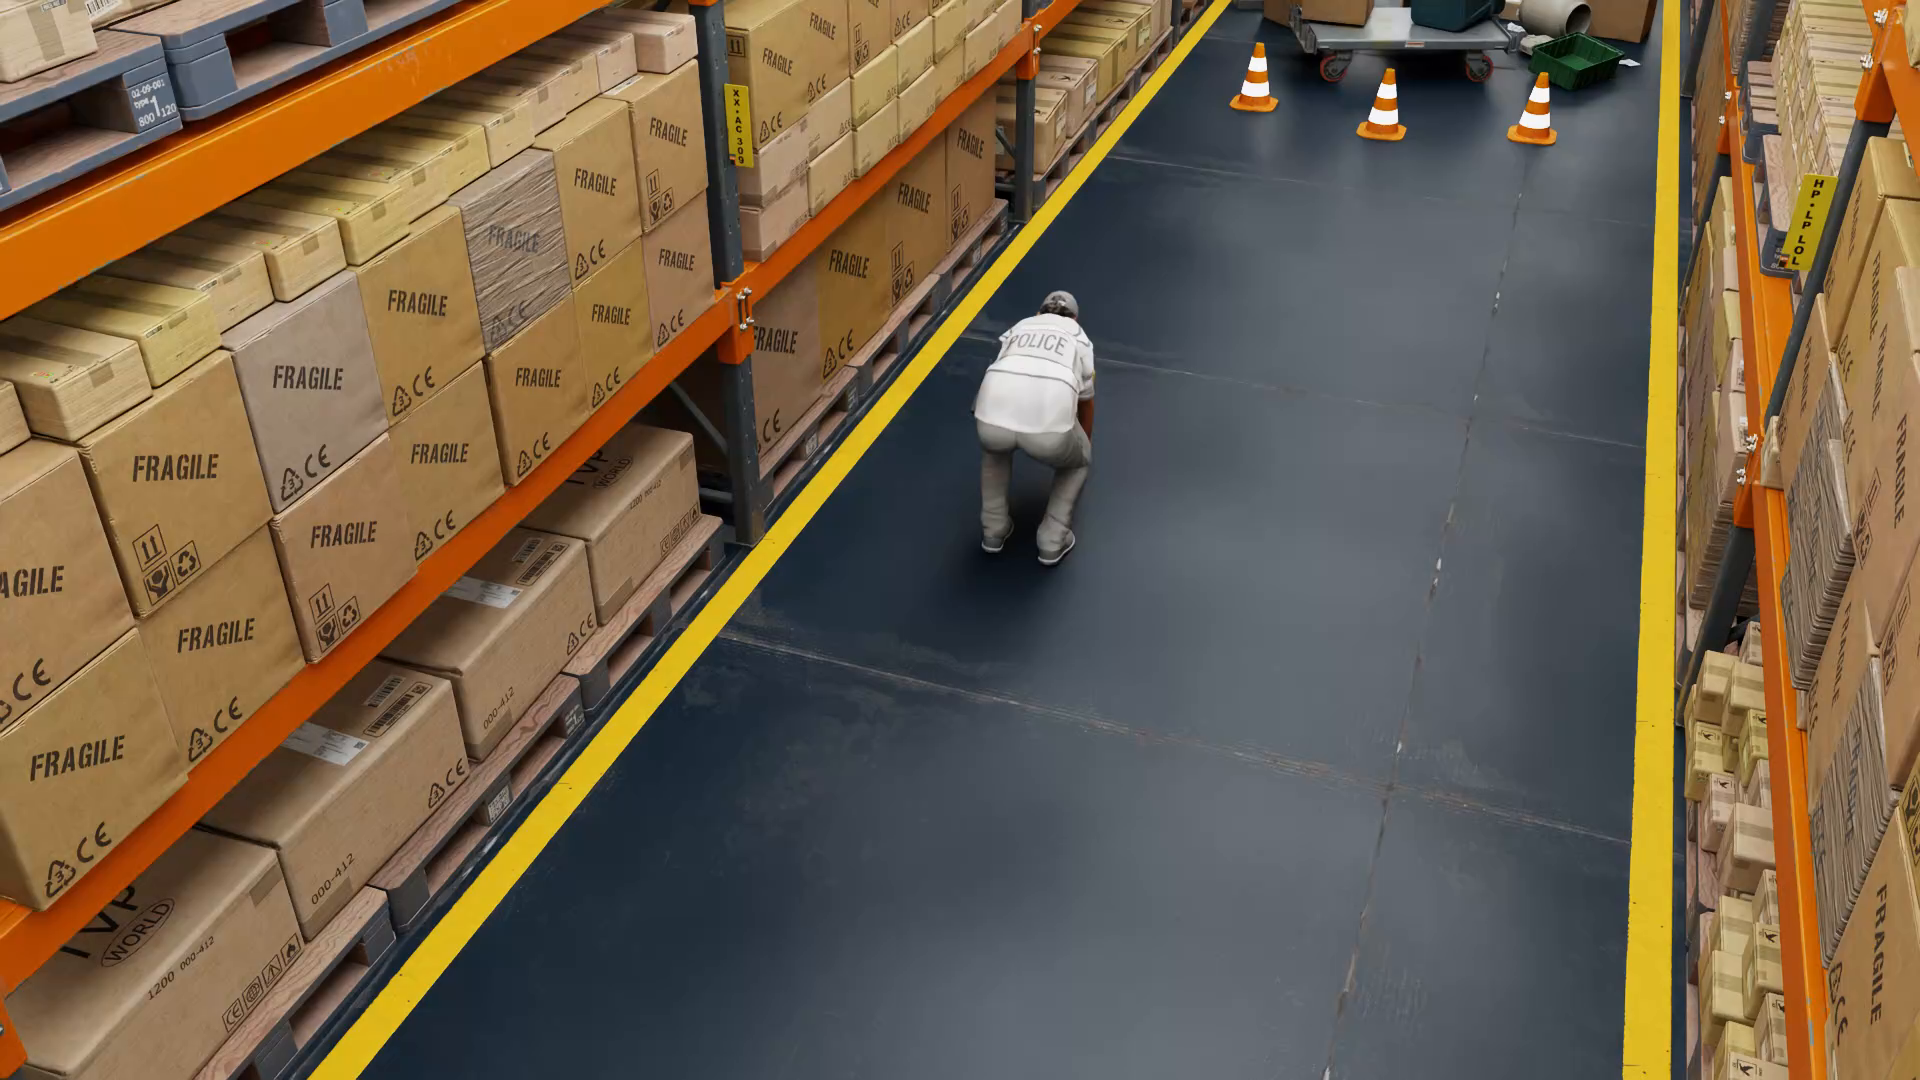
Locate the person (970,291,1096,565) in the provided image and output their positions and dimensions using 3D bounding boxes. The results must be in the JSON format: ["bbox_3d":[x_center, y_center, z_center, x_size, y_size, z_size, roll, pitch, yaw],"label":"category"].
[{"bbox_3d":[0.355,-0.490,7.460,0.512,1.031,0.938,10,35,14],"label":"person"}]
